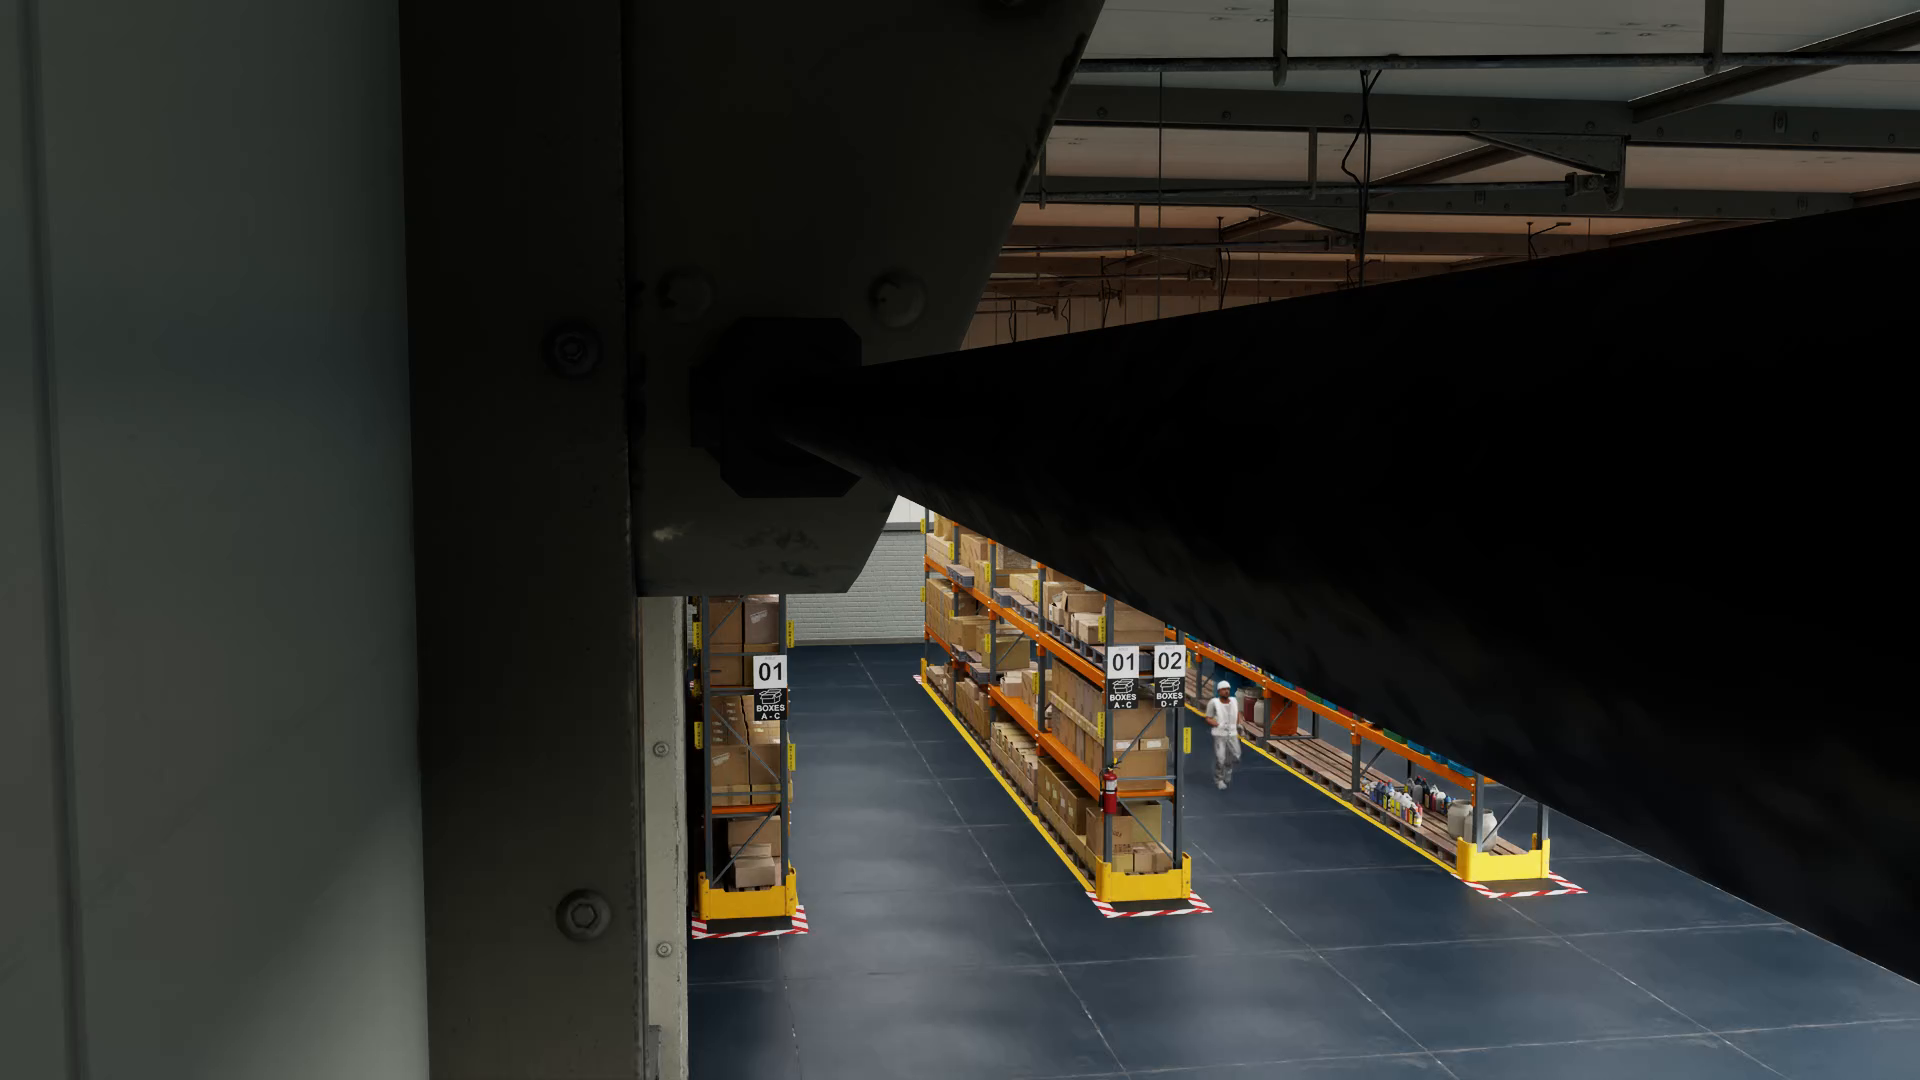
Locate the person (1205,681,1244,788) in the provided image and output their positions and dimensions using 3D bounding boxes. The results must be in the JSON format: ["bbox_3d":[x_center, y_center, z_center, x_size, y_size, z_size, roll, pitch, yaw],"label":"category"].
[{"bbox_3d":[4.251,3.120,26.536,0.673,1.737,0.602,-1,5,-14],"label":"person"}]
